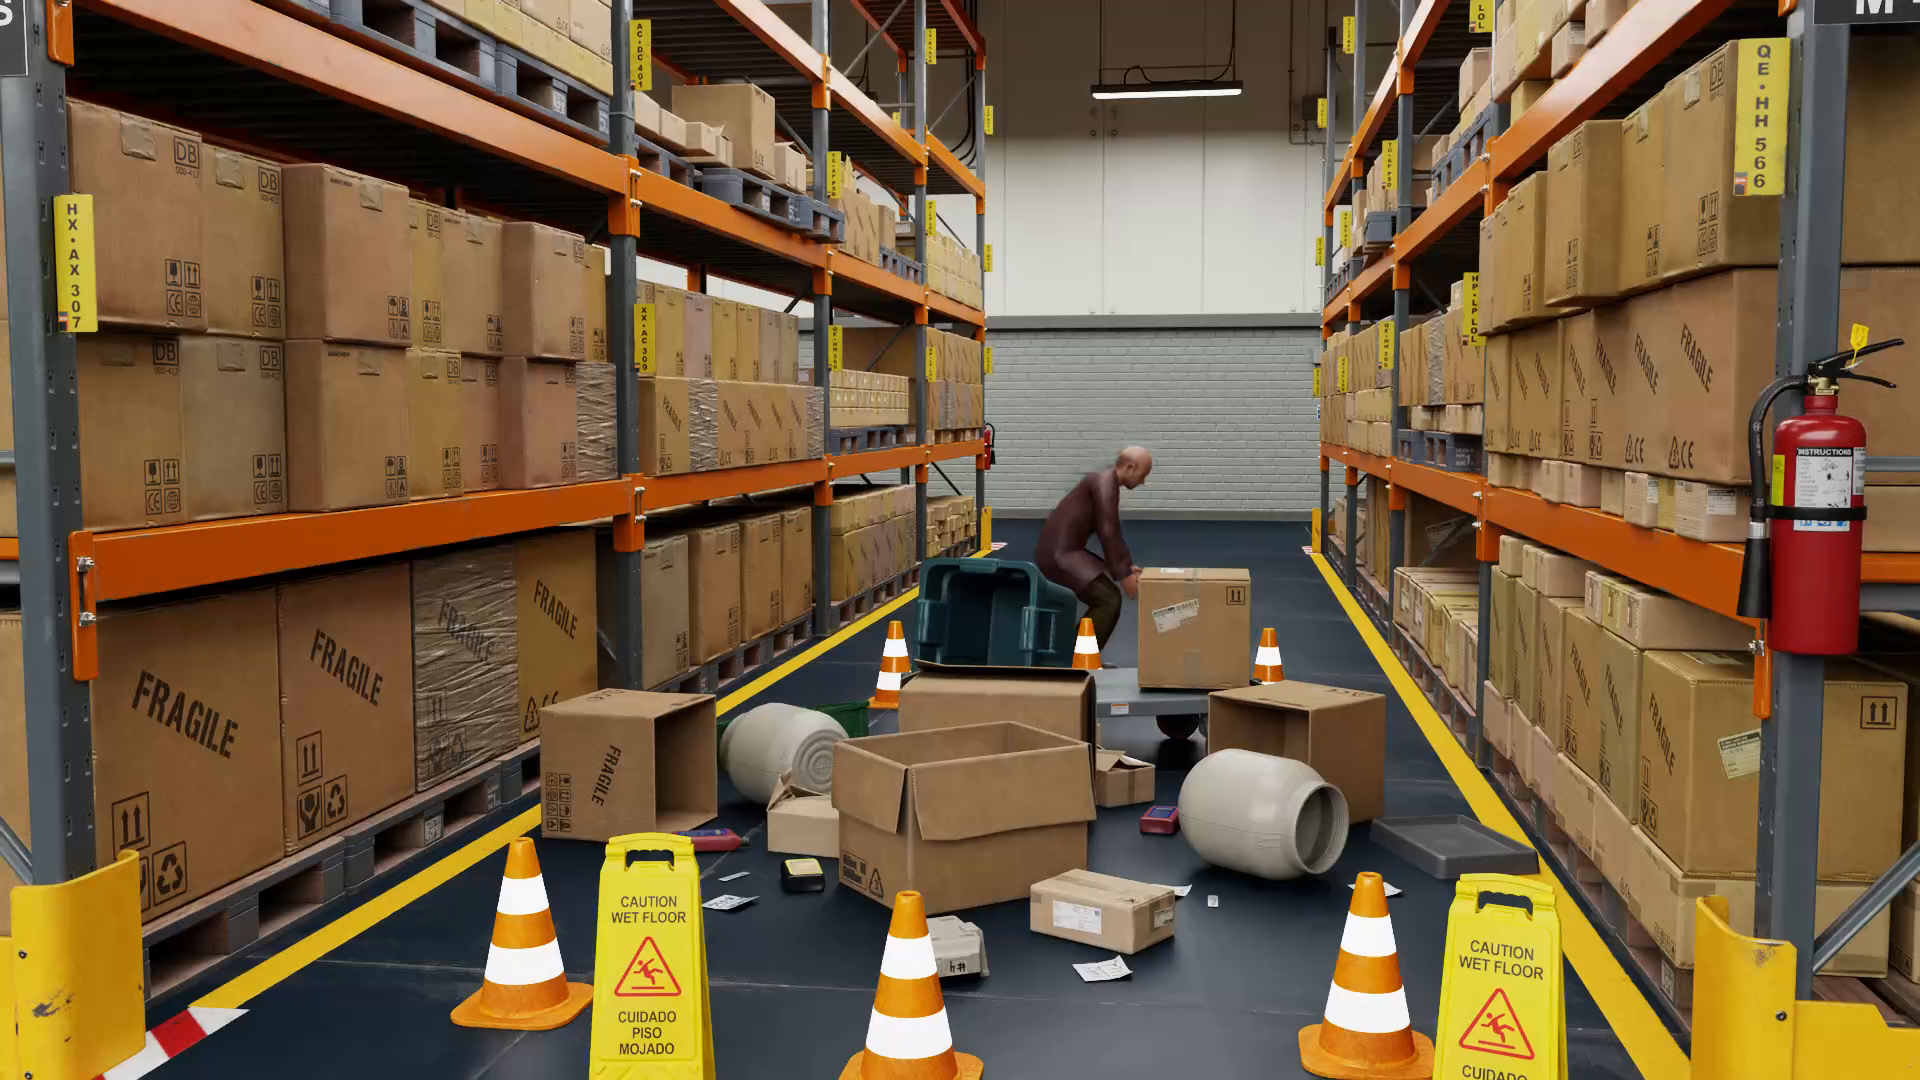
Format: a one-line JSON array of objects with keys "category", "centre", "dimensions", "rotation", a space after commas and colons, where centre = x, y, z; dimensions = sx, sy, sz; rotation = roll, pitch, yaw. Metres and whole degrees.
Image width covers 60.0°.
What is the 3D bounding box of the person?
[{"category": "person", "centre": [0.811, 0.134, 10.192], "dimensions": [0.719, 1.423, 0.630], "rotation": [1, 4, 9]}]
